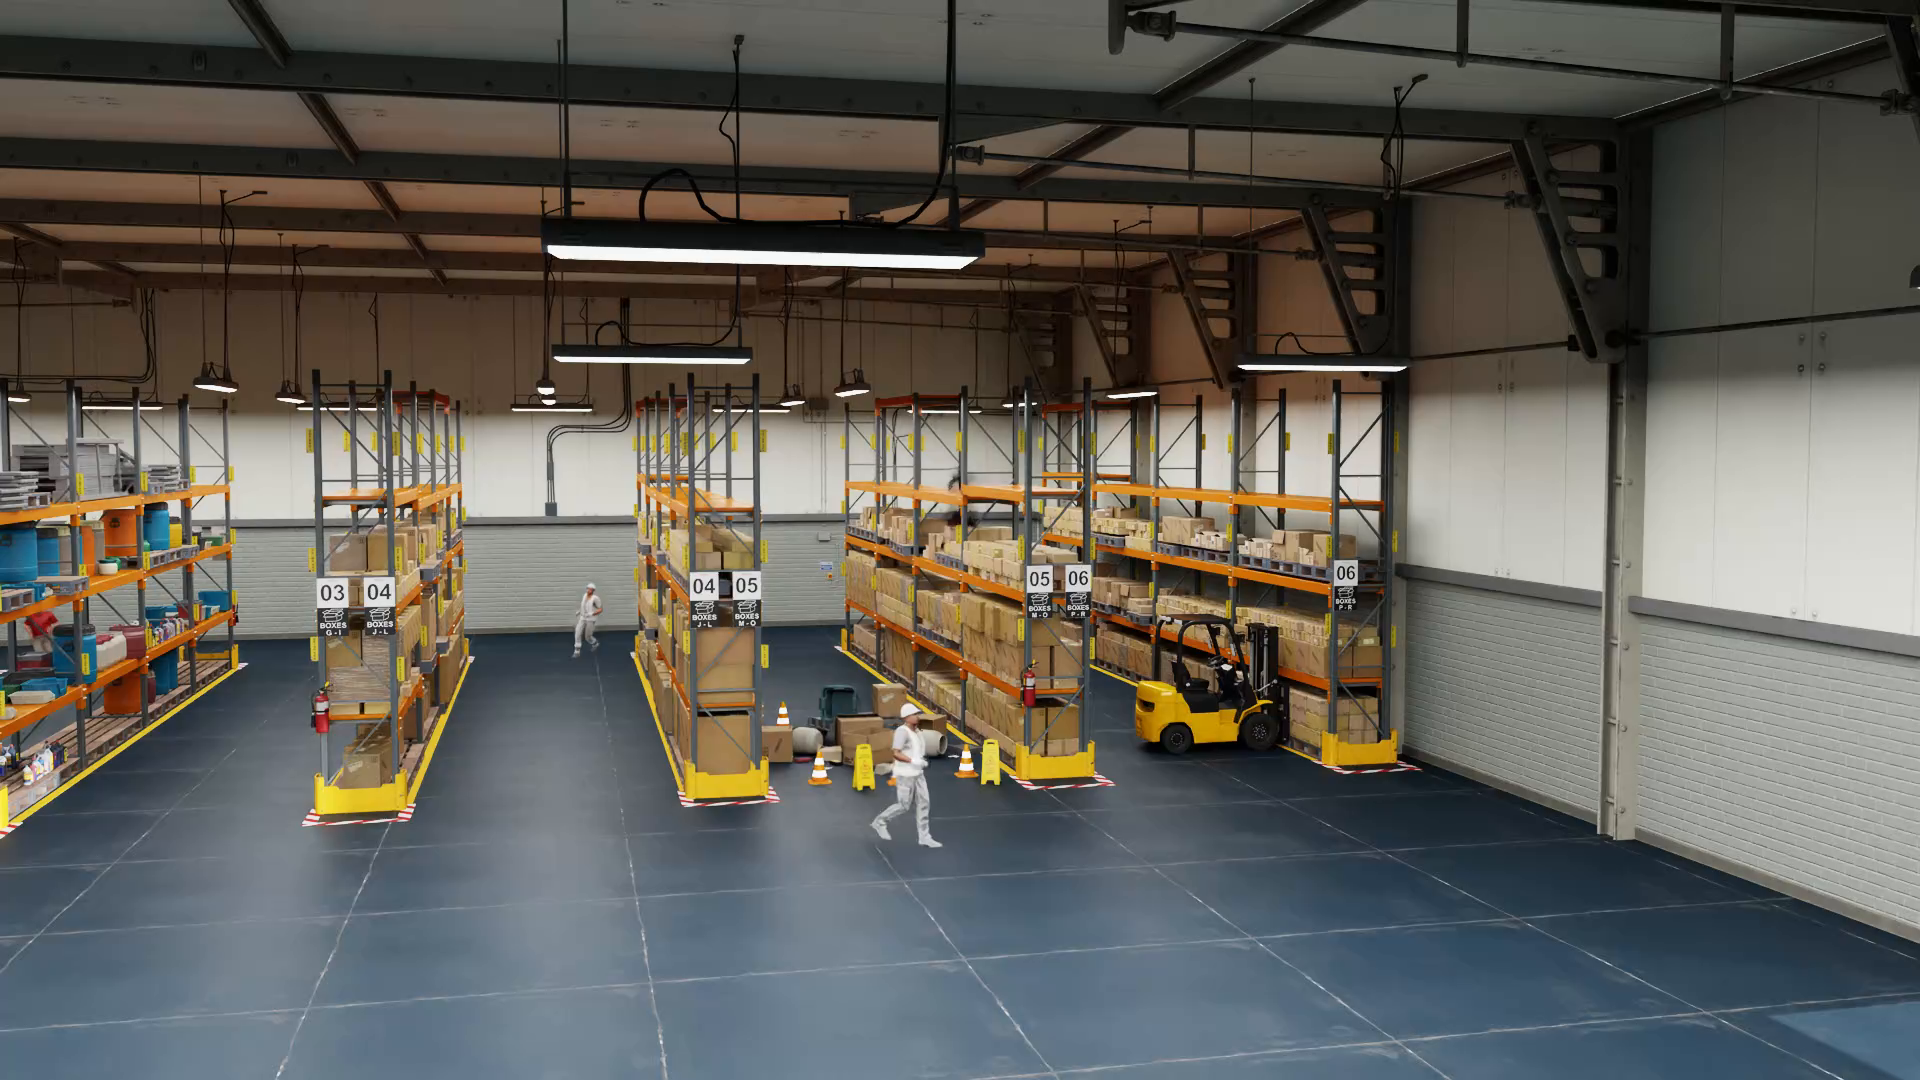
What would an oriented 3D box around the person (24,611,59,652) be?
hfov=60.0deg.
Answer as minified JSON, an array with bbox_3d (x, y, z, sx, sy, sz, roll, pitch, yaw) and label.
[{"bbox_3d":[-19.491,2.128,35.277,0.672,1.679,0.611,-1,4,-23],"label":"person"}]

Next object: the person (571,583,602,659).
[{"bbox_3d":[-8.667,1.880,38.892,0.710,1.755,0.914,2,4,25],"label":"person"}]

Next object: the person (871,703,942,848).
[{"bbox_3d":[-0.669,2.919,20.641,0.917,1.783,0.645,1,4,24],"label":"person"}]
